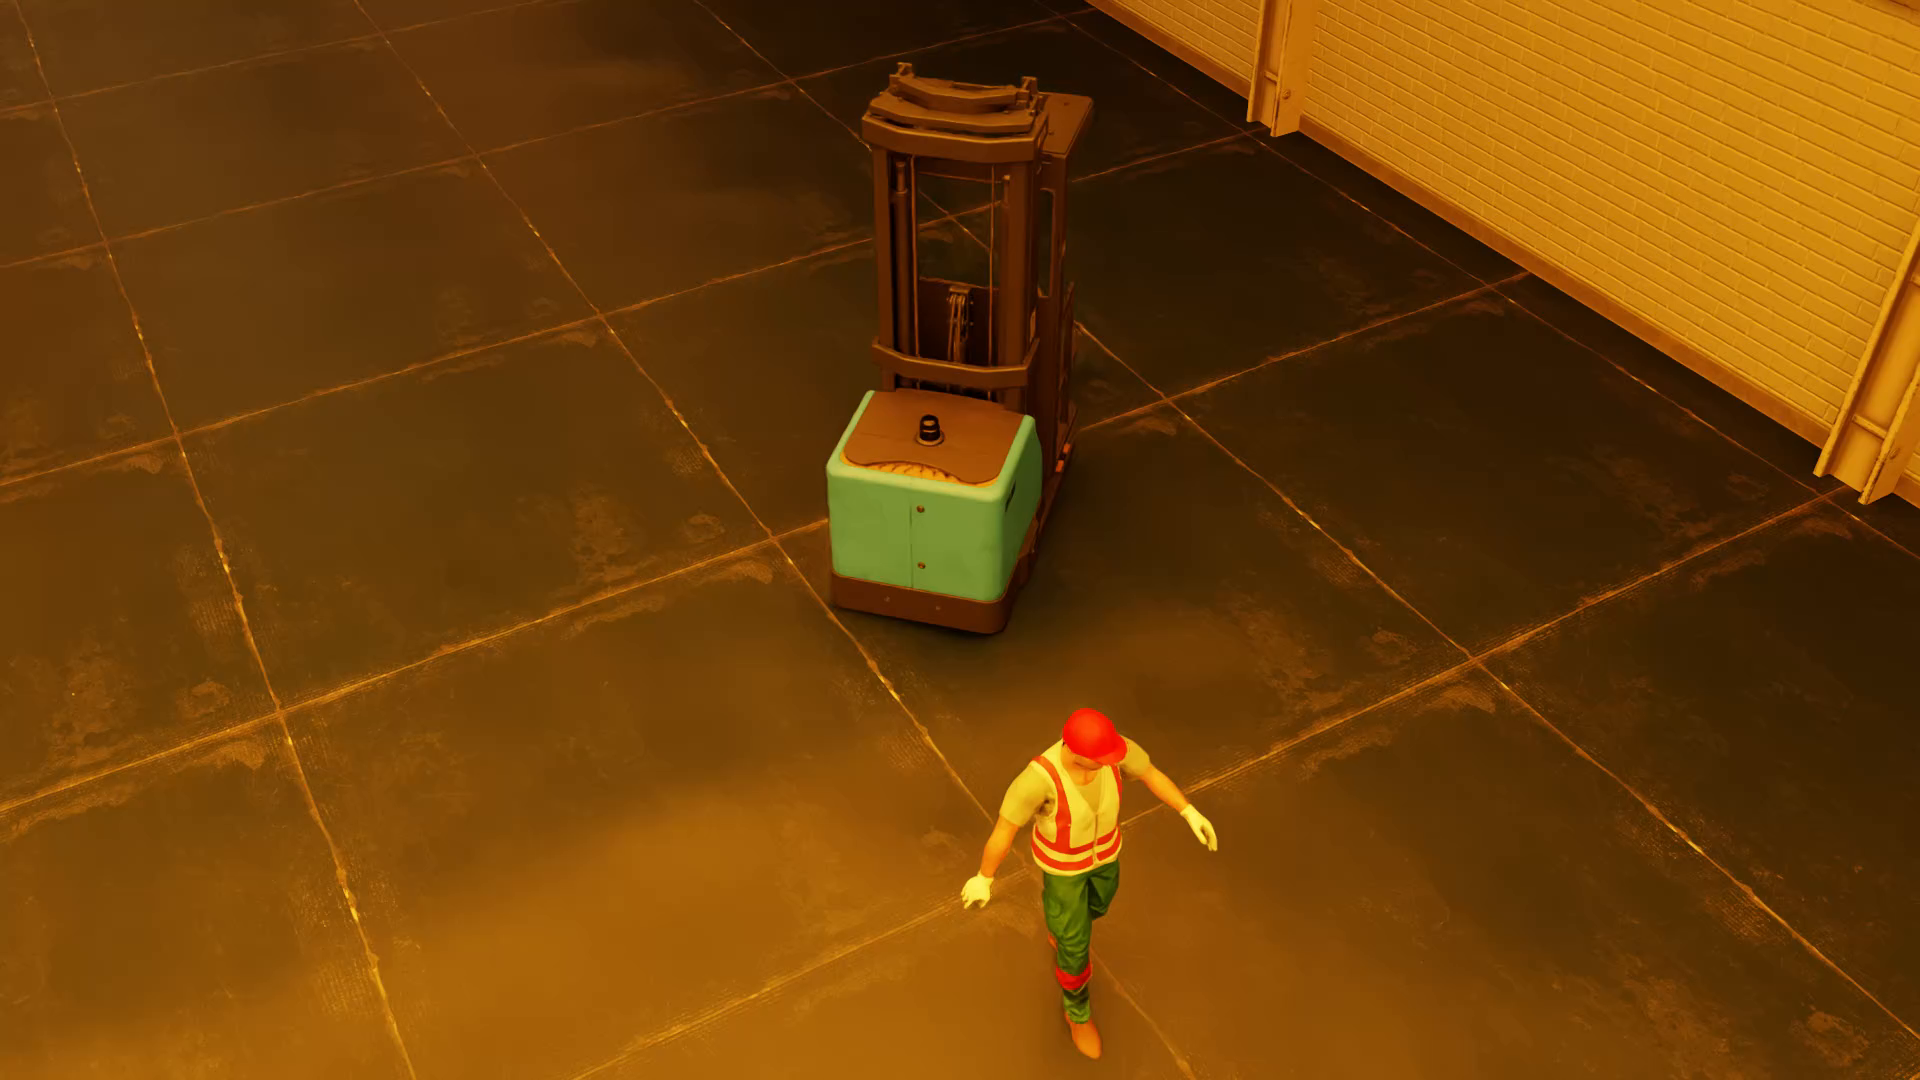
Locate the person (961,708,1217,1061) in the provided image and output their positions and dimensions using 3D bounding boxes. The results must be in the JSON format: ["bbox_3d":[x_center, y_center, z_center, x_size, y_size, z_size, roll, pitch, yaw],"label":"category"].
[{"bbox_3d":[0.543,1.454,7.226,1.031,1.781,0.698,-21,44,-23],"label":"person"}]

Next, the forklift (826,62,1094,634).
[{"bbox_3d":[0.125,-1.537,9.889,1.130,2.935,3.031,10,41,12],"label":"forklift"}]
